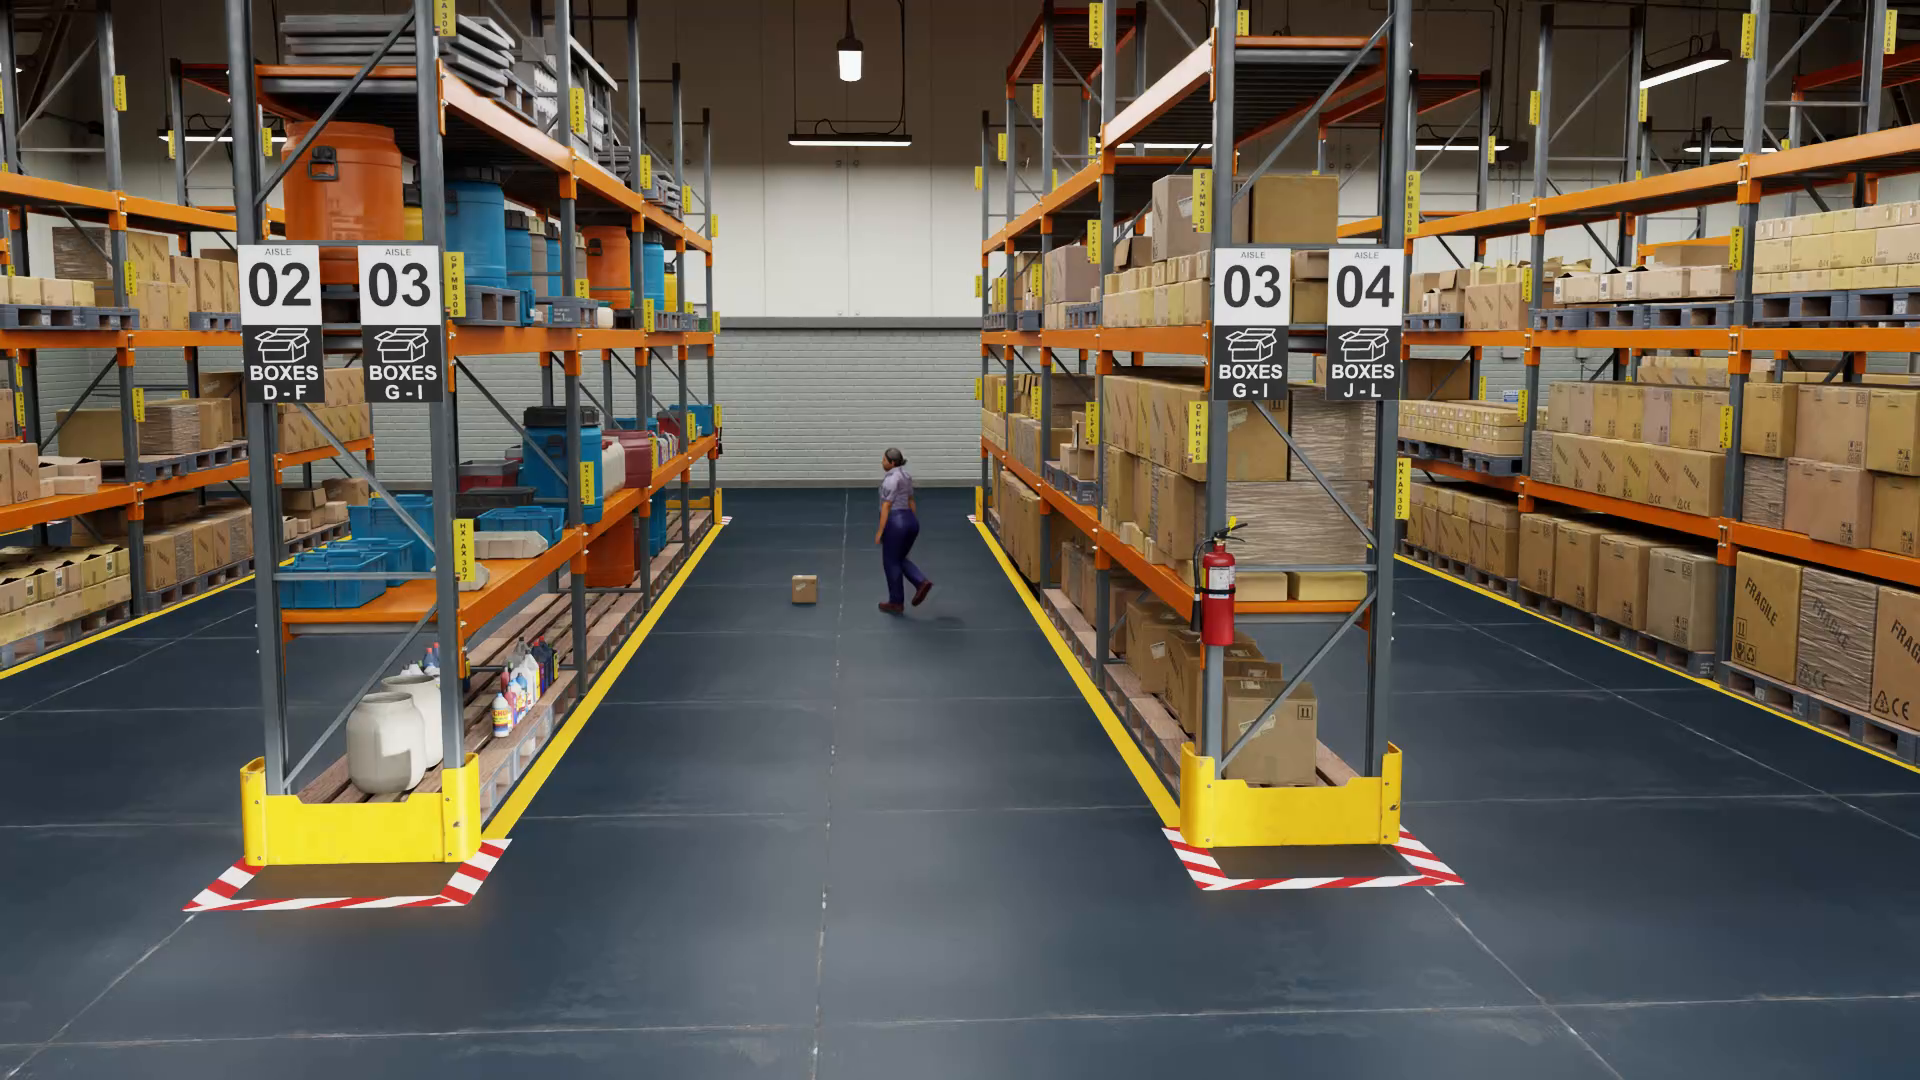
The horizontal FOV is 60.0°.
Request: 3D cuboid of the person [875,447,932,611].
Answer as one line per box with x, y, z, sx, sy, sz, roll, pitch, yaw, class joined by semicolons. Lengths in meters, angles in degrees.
-0.550;-0.114;16.638;0.534;1.626;0.565;4;8;27;person
